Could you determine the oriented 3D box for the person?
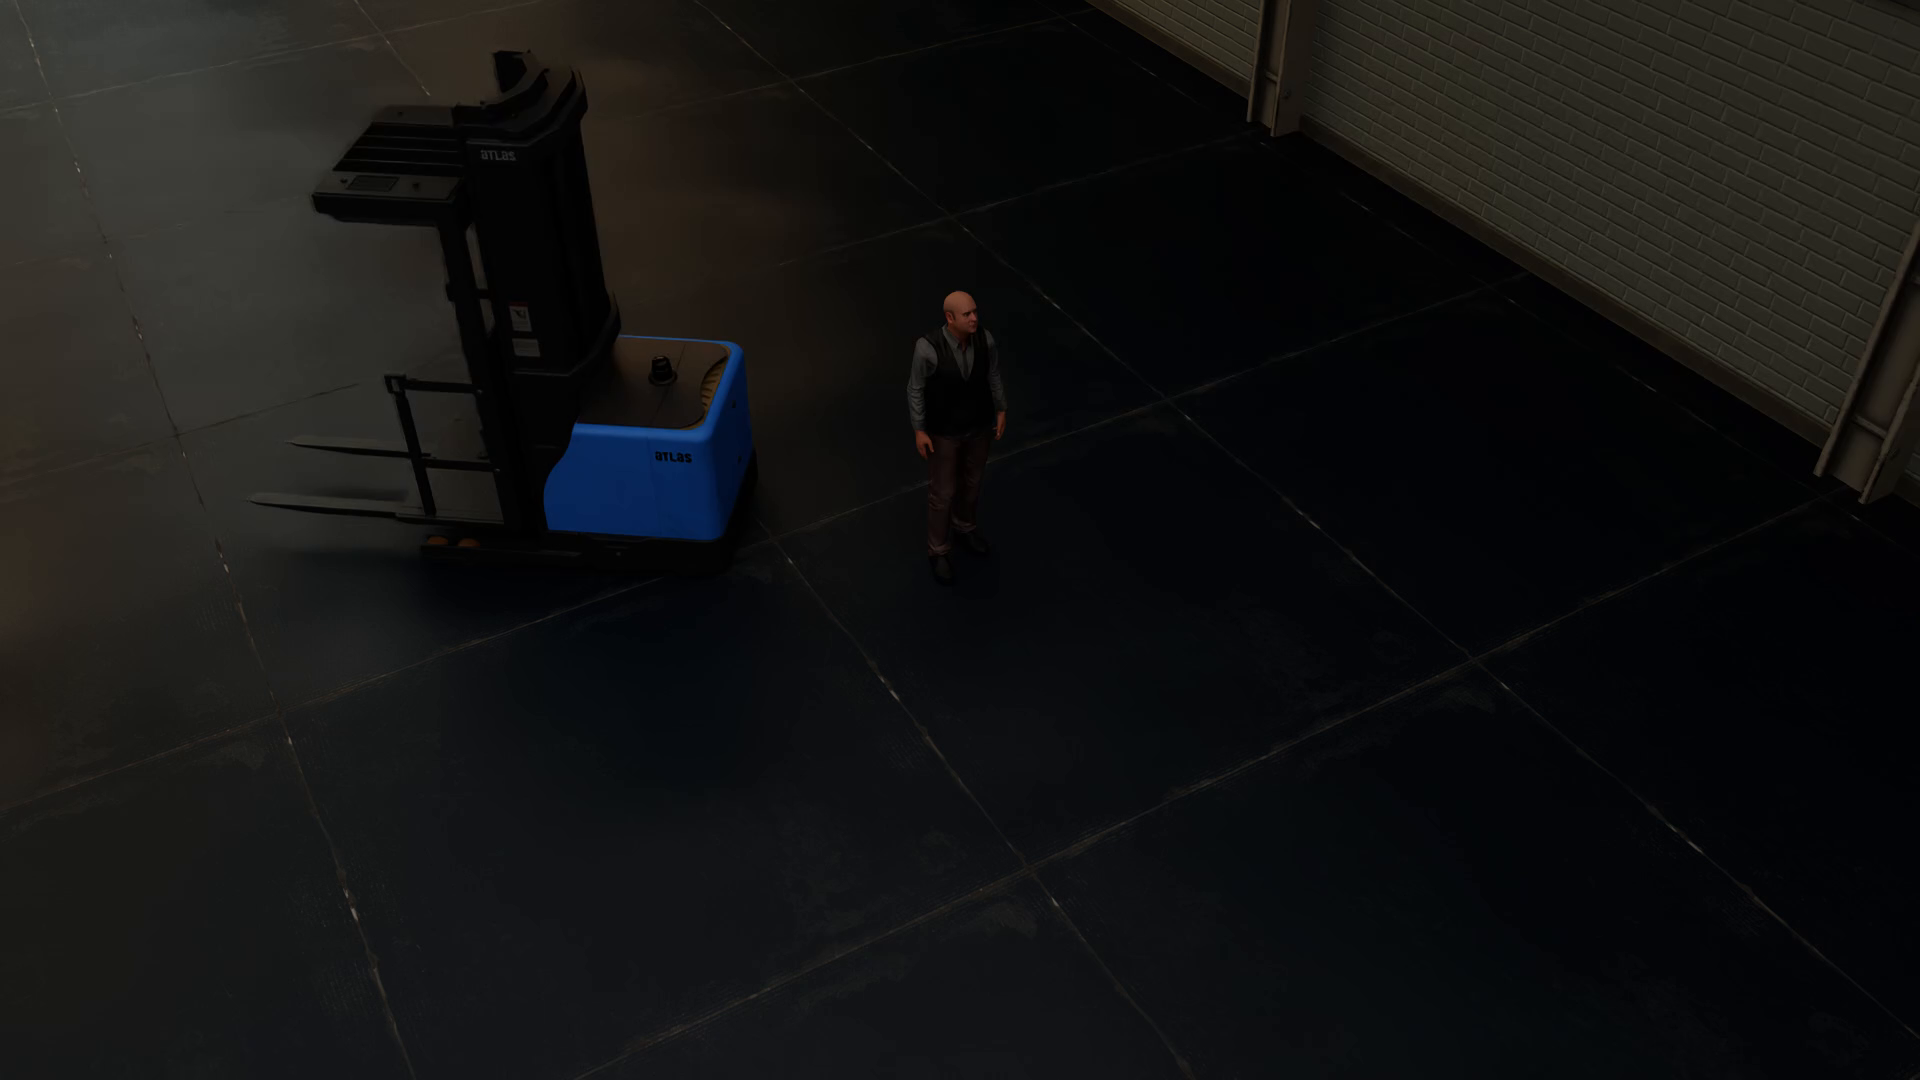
[{"bbox_3d":[0.024,-0.632,9.733,0.632,1.720,0.568,-20,44,-23],"label":"person"}]

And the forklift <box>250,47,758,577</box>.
[{"bbox_3d":[-2.851,-1.305,9.609,3.031,2.935,1.130,4,40,5],"label":"forklift"}]
